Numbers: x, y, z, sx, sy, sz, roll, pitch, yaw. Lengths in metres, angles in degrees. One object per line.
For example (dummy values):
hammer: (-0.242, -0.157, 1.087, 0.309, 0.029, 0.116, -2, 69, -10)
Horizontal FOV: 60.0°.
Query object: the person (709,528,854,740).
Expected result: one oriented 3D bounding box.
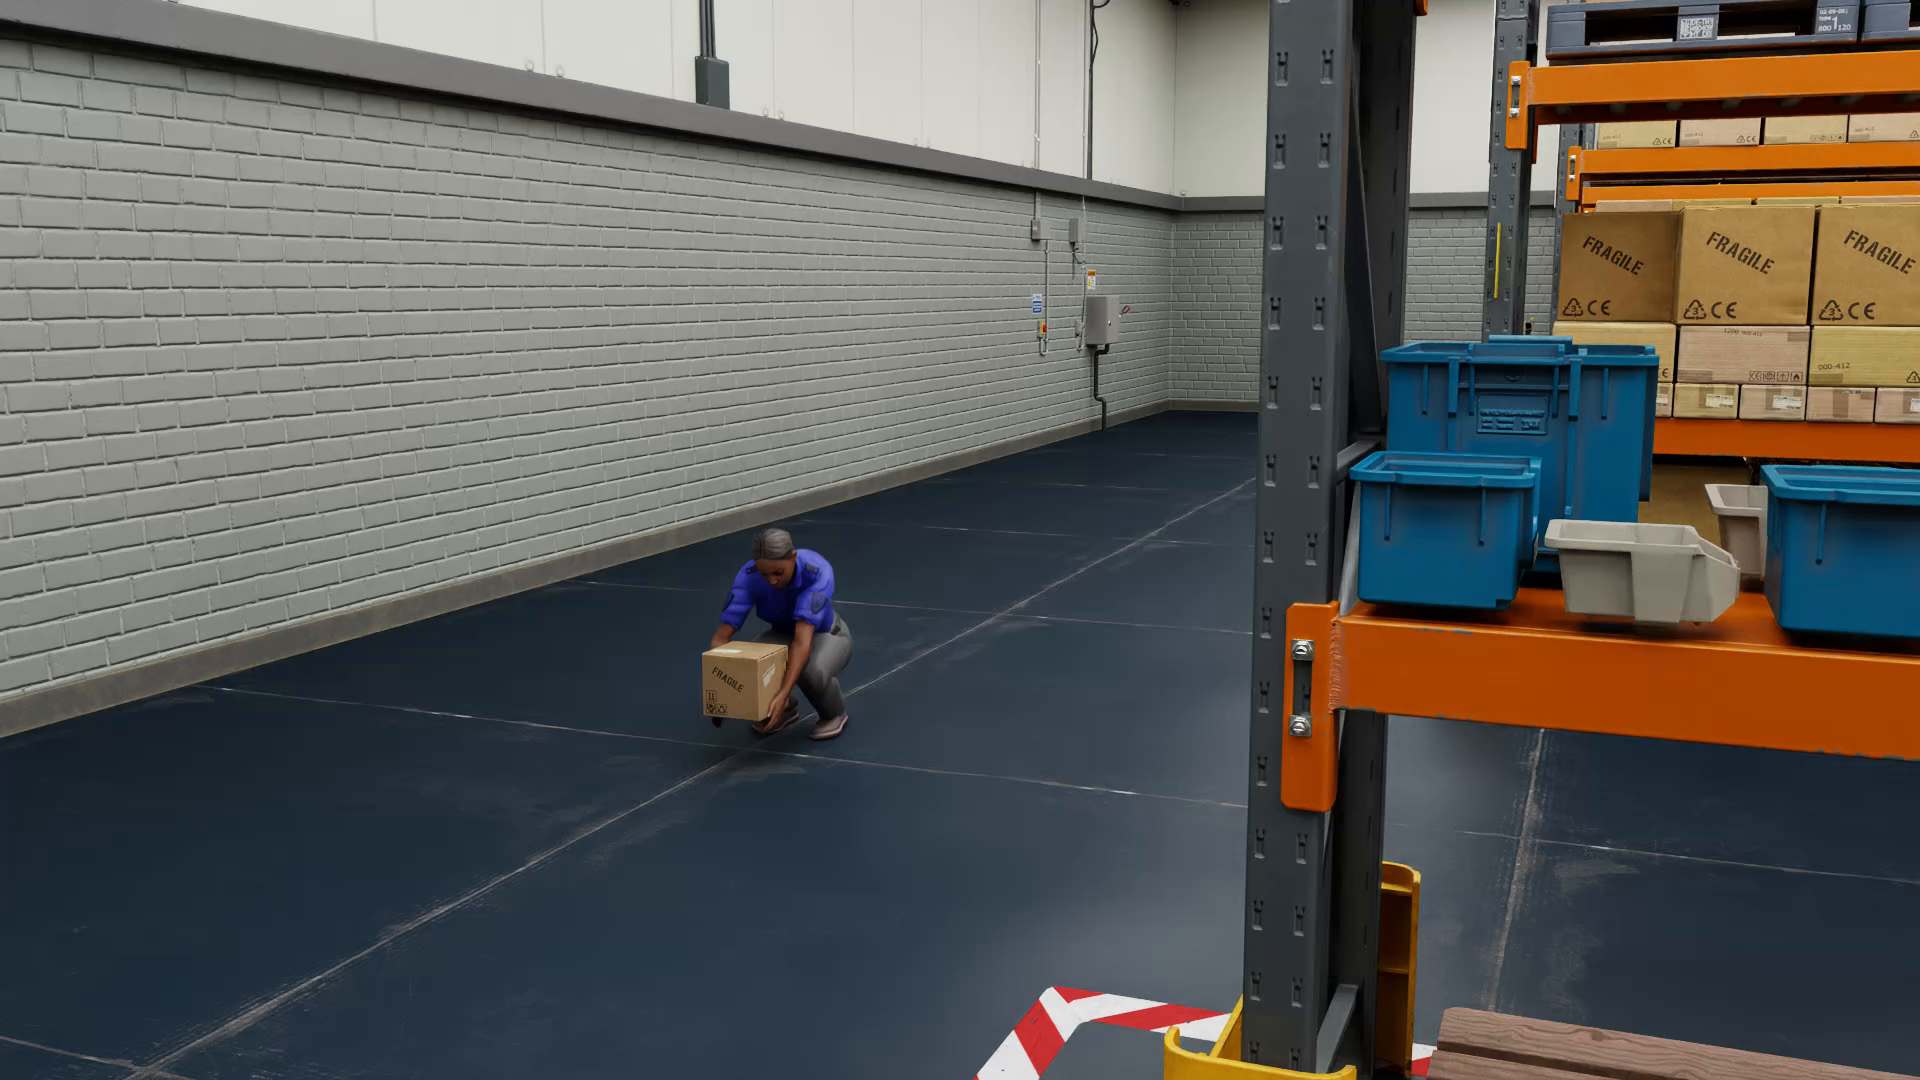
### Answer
person: (-0.730, 0.380, 6.861, 0.488, 0.928, 0.825, 3, 9, 21)
